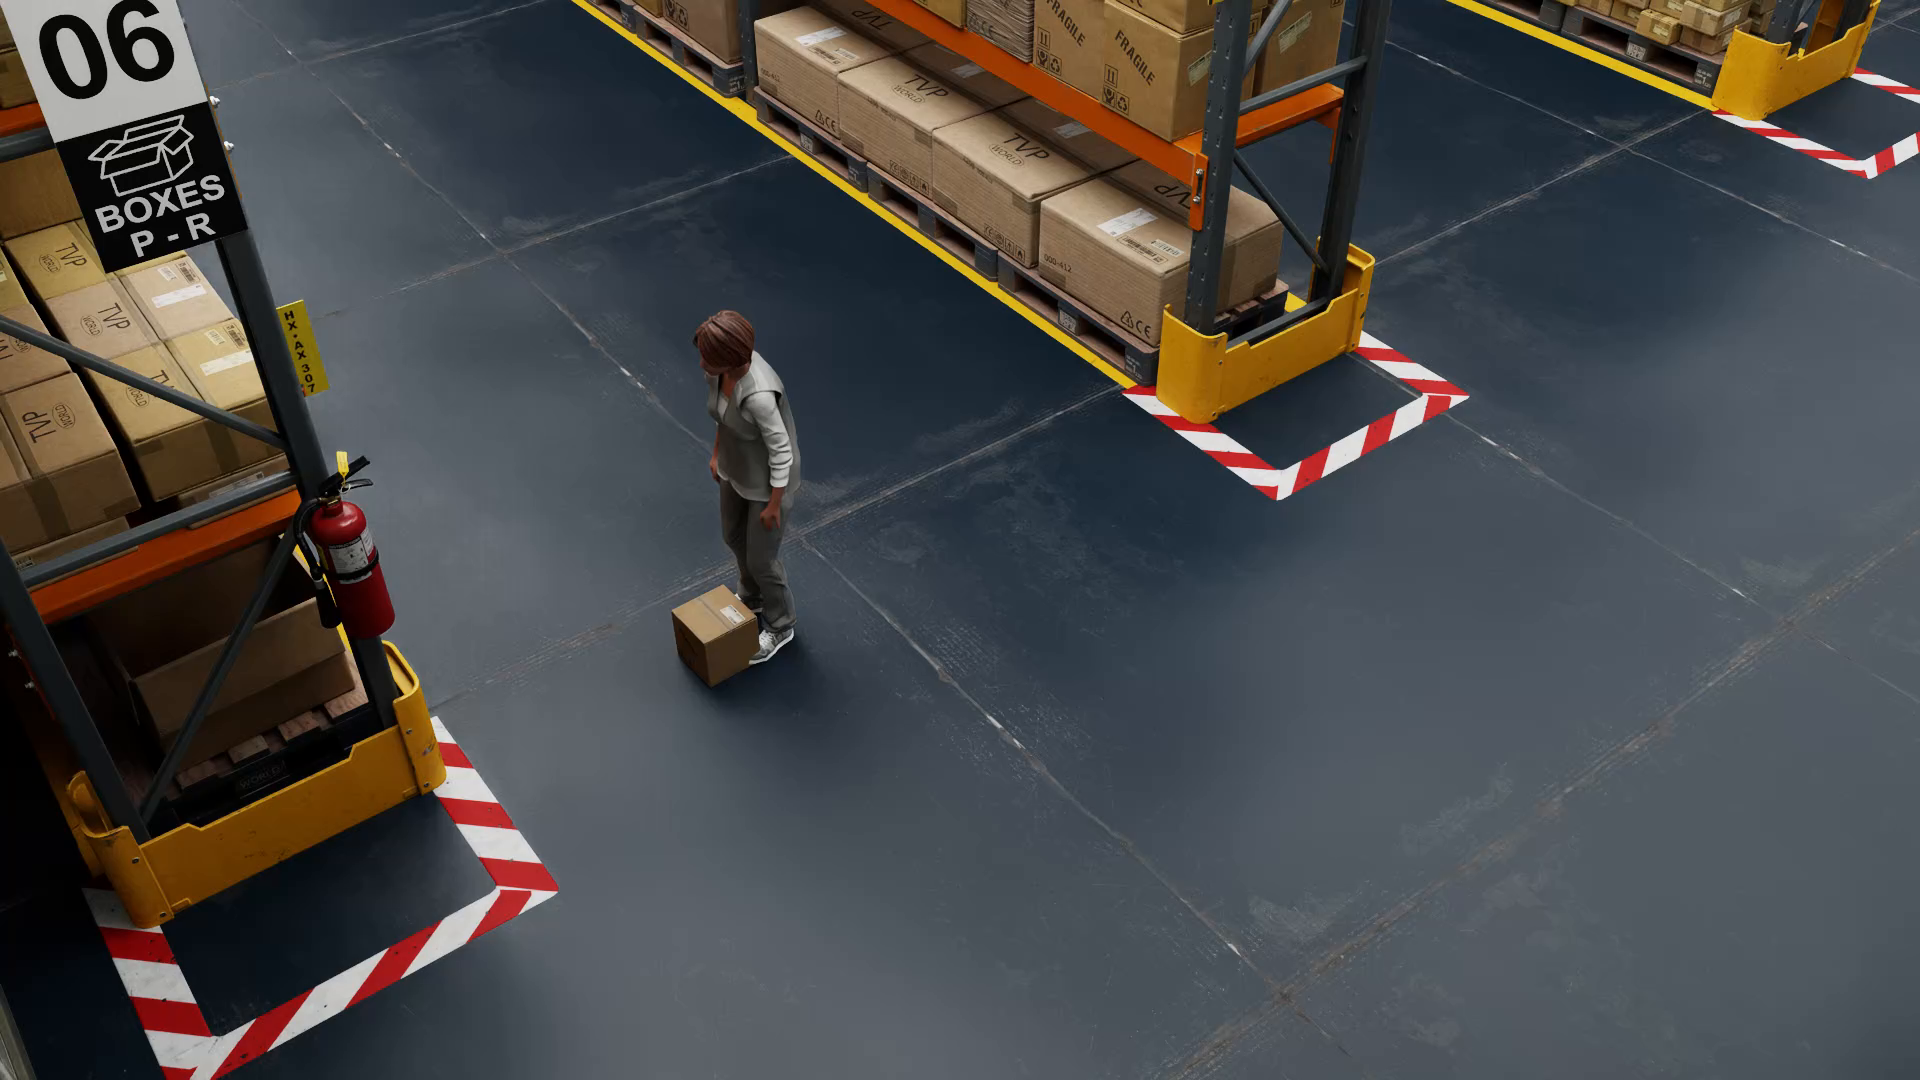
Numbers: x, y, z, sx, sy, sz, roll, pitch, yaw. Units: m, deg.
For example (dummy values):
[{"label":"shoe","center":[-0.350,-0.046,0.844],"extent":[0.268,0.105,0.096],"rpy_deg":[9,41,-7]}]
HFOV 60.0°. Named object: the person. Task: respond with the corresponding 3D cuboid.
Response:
[{"label":"person","center":[-0.809,-0.218,6.418],"extent":[0.364,1.592,0.463],"rpy_deg":[-27,47,-27]}]
